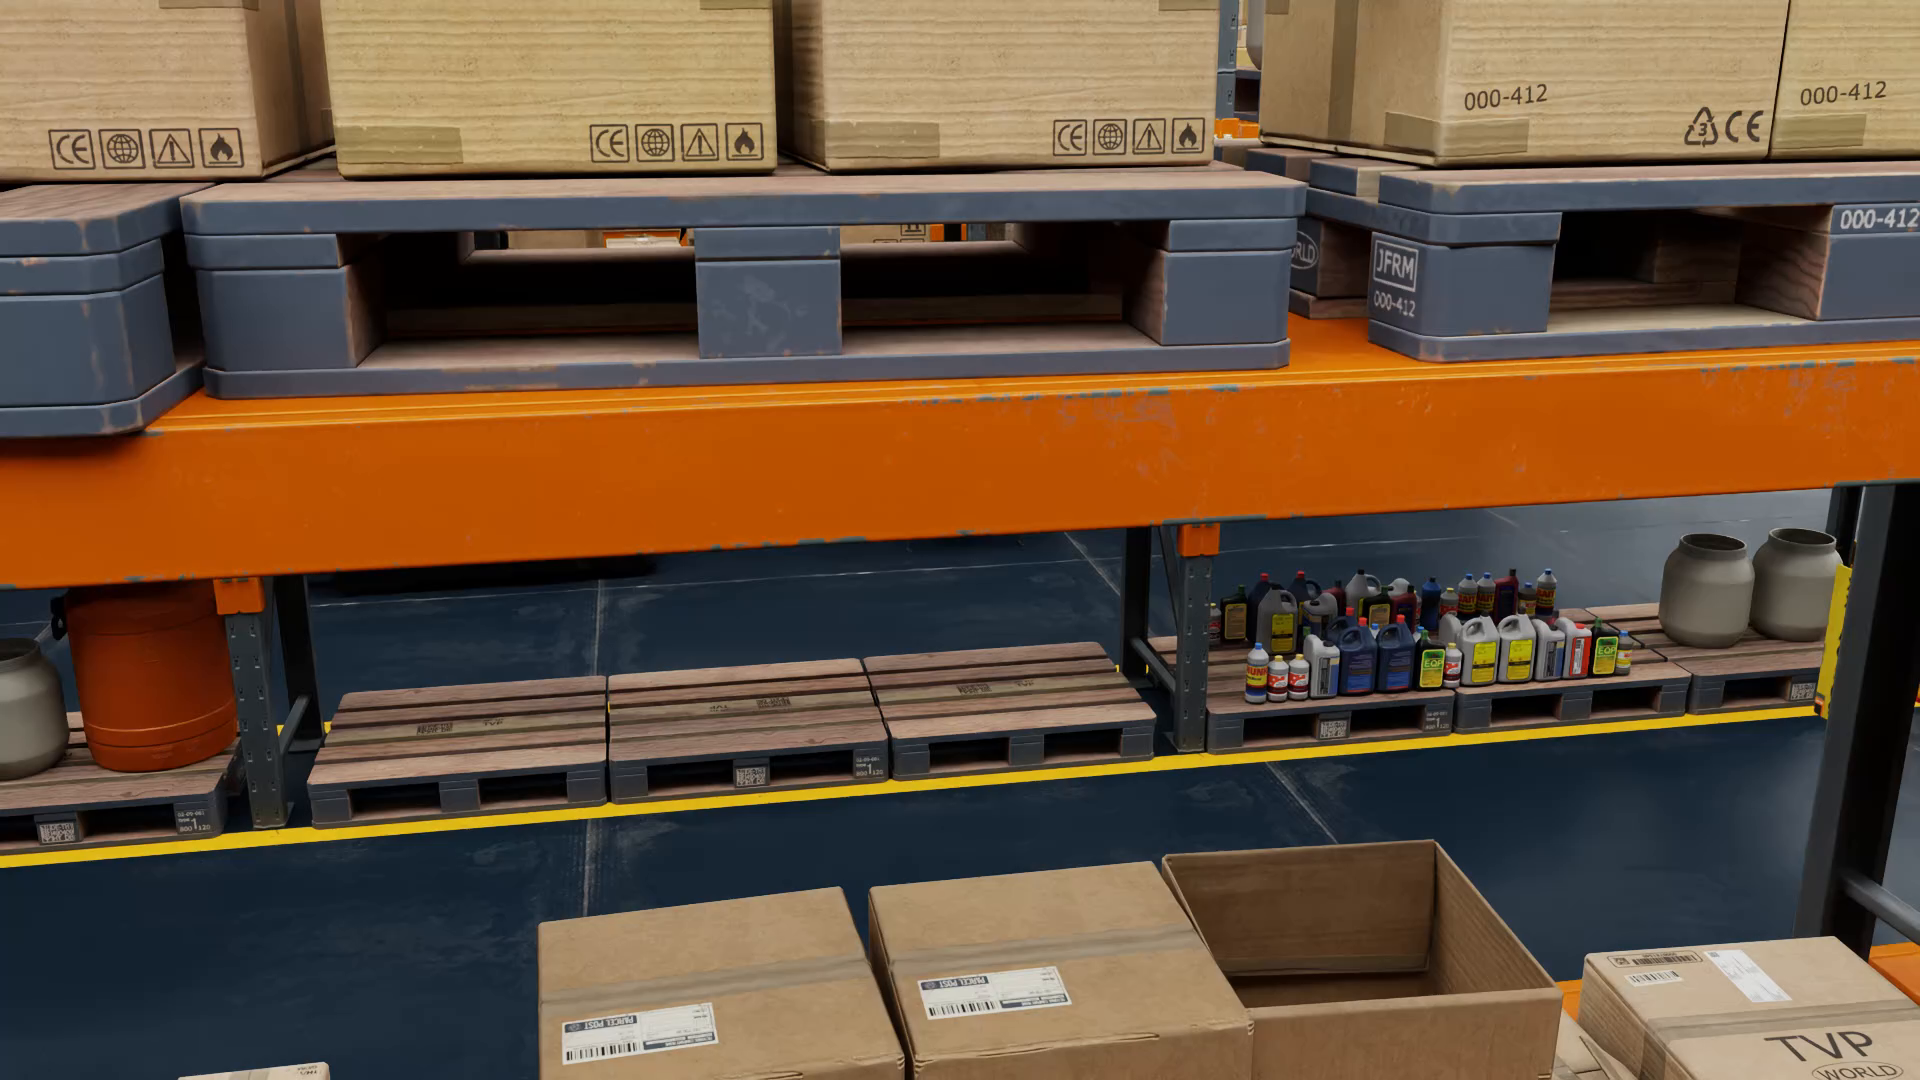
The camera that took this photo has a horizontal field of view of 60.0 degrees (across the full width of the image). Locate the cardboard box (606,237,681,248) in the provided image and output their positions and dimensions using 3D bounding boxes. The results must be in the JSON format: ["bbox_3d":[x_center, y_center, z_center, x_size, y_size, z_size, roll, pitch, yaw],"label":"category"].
[{"bbox_3d":[-2.210,-1.960,11.623,0.500,0.250,0.500,-4,17,-12],"label":"cardboard box"}]

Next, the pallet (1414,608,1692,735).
[{"bbox_3d":[2.835,0.640,8.368,1.213,0.211,1.003,-3,17,-10],"label":"pallet"}]

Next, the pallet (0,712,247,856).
[{"bbox_3d":[-3.726,1.013,7.153,1.213,0.211,1.003,-3,17,-10],"label":"pallet"}]

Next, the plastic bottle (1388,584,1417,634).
[{"bbox_3d":[2.232,0.365,8.392,0.133,0.283,0.061,-3,17,-10],"label":"plastic bottle"}]

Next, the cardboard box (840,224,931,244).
[{"bbox_3d":[-0.779,-2.510,12.137,1.000,1.000,1.000,-3,17,-10],"label":"cardboard box"}]

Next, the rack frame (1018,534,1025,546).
[{"bbox_3d":[0.366,-0.738,10.659,0.023,1.500,0.400,-3,17,-10],"label":"rack frame"}]

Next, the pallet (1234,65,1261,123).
[{"bbox_3d":[1.657,-2.010,7.461,1.003,0.211,1.213,-3,17,-10],"label":"pallet"}]

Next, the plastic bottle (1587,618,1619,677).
[{"bbox_3d":[3.063,0.507,7.928,0.133,0.283,0.061,-3,17,-9],"label":"plastic bottle"}]

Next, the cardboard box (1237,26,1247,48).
[{"bbox_3d":[1.925,-3.616,11.943,0.250,0.149,0.380,-3,17,-9],"label":"cardboard box"}]

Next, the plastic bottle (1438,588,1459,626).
[{"bbox_3d":[2.523,0.348,8.588,0.097,0.201,0.097,0,17,0],"label":"plastic bottle"}]

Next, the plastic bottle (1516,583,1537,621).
[{"bbox_3d":[2.954,0.323,8.668,0.097,0.201,0.097,0,17,0],"label":"plastic bottle"}]

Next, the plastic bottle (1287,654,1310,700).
[{"bbox_3d":[1.563,0.626,7.681,0.097,0.201,0.097,0,17,0],"label":"plastic bottle"}]

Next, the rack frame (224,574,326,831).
[{"bbox_3d":[-2.960,-0.376,6.926,0.127,3.000,1.000,-3,17,-10],"label":"rack frame"}]

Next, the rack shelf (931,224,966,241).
[{"bbox_3d":[1.150,-3.229,17.442,4.000,0.370,1.077,-3,17,-10],"label":"rack shelf"}]

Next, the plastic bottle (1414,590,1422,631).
[{"bbox_3d":[2.322,0.359,8.551,0.097,0.201,0.097,0,17,0],"label":"plastic bottle"}]

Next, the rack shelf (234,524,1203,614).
[{"bbox_3d":[-0.996,-0.143,7.394,4.000,0.370,1.077,-3,17,-10],"label":"rack shelf"}]

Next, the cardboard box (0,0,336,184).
[{"bbox_3d":[-1.078,-0.586,2.043,0.500,0.250,0.500,-3,17,-9],"label":"cardboard box"}]

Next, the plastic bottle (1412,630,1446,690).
[{"bbox_3d":[2.194,0.557,7.767,0.133,0.283,0.061,-2,17,-8],"label":"plastic bottle"}]

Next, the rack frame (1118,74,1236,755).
[{"bbox_3d":[0.967,-0.598,7.651,0.127,3.000,1.000,-3,17,-10],"label":"rack frame"}]

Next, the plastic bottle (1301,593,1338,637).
[{"bbox_3d":[1.786,0.405,8.274,0.135,0.276,0.152,-3,17,-10],"label":"plastic bottle"}]

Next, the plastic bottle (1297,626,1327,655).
[{"bbox_3d":[1.655,0.542,7.816,0.133,0.283,0.061,-3,17,-10],"label":"plastic bottle"}]

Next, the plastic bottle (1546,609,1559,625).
[{"bbox_3d":[2.901,0.471,8.046,0.133,0.283,0.061,-3,17,-10],"label":"plastic bottle"}]

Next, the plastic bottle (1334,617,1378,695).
[{"bbox_3d":[1.839,0.532,7.732,0.185,0.351,0.144,-3,17,-9],"label":"plastic bottle"}]

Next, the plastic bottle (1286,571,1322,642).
[{"bbox_3d":[1.733,0.328,8.398,0.185,0.351,0.144,-4,18,-13],"label":"plastic bottle"}]

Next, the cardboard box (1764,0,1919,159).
[{"bbox_3d":[1.297,-0.702,2.419,0.500,0.250,0.500,-1,17,-5],"label":"cardboard box"}]

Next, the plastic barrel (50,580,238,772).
[{"bbox_3d":[-3.437,0.493,7.078,0.708,0.830,0.600,-3,17,-10],"label":"plastic barrel"}]

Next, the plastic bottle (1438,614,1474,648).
[{"bbox_3d":[2.389,0.492,7.989,0.135,0.276,0.152,-3,17,-10],"label":"plastic bottle"}]

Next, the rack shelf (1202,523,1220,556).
[{"bbox_3d":[2.931,-0.366,8.119,4.000,0.370,1.077,-3,17,-10],"label":"rack shelf"}]

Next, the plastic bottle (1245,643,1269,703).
[{"bbox_3d":[1.363,0.604,7.633,0.097,0.271,0.097,0,17,0],"label":"plastic bottle"}]

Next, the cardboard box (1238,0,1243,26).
[{"bbox_3d":[2.686,-5.330,16.809,0.500,0.250,0.500,-3,17,-10],"label":"cardboard box"}]

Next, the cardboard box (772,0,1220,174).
[{"bbox_3d":[0.015,-0.644,2.232,0.500,0.250,0.500,-5,18,-15],"label":"cardboard box"}]

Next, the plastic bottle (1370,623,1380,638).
[{"bbox_3d":[1.958,0.527,7.884,0.097,0.271,0.097,0,17,0],"label":"plastic bottle"}]

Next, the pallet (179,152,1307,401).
[{"bbox_3d":[-0.277,-0.418,2.276,1.213,0.211,1.003,-2,17,-8],"label":"pallet"}]

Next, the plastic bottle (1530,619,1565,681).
[{"bbox_3d":[2.786,0.513,7.922,0.135,0.276,0.152,-4,17,-12],"label":"plastic bottle"}]

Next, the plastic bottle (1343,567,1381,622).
[{"bbox_3d":[2.051,0.310,8.456,0.185,0.351,0.144,-3,17,-11],"label":"plastic bottle"}]

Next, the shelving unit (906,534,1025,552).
[{"bbox_3d":[0.007,-0.717,10.593,0.755,1.500,0.431,-3,17,-10],"label":"shelving unit"}]

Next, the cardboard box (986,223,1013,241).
[{"bbox_3d":[0.481,-2.223,12.265,0.500,0.500,0.875,-3,17,-10],"label":"cardboard box"}]

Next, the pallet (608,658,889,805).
[{"bbox_3d":[-0.997,0.858,7.657,1.213,0.211,1.003,-3,17,-10],"label":"pallet"}]

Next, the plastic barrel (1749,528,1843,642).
[{"bbox_3d":[4.263,0.226,8.489,0.421,0.512,0.421,0,17,0],"label":"plastic barrel"}]

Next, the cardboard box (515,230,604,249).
[{"bbox_3d":[-2.848,-2.153,11.829,0.500,0.500,0.700,-1,17,-2],"label":"cardboard box"}]

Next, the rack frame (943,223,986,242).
[{"bbox_3d":[0.028,-2.026,12.300,0.127,3.000,1.000,-3,17,-10],"label":"rack frame"}]

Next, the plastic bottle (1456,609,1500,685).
[{"bbox_3d":[2.441,0.498,7.844,0.185,0.351,0.144,-3,17,-11],"label":"plastic bottle"}]

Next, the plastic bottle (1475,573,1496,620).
[{"bbox_3d":[2.719,0.303,8.614,0.097,0.271,0.097,0,17,0],"label":"plastic bottle"}]

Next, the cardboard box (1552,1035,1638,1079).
[{"bbox_3d":[1.075,0.996,2.689,0.258,0.266,0.396,-4,17,-12],"label":"cardboard box"}]

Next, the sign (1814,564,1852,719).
[{"bbox_3d":[1.797,0.218,3.383,0.005,0.325,0.100,-3,17,-10],"label":"sign"}]

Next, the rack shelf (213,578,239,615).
[{"bbox_3d":[-4.924,0.080,6.669,4.000,0.370,1.077,-3,17,-10],"label":"rack shelf"}]

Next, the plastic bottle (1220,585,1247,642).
[{"bbox_3d":[1.377,0.368,8.382,0.133,0.283,0.061,-2,17,-8],"label":"plastic bottle"}]

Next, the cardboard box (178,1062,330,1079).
[{"bbox_3d":[-1.193,1.043,2.735,0.250,0.149,0.380,-3,17,-10],"label":"cardboard box"}]

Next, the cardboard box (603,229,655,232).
[{"bbox_3d":[-3.255,-3.291,16.247,0.500,0.500,0.500,-3,17,-10],"label":"cardboard box"}]

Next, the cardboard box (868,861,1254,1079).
[{"bbox_3d":[0.137,0.877,2.676,0.500,0.500,0.500,-3,17,-10],"label":"cardboard box"}]

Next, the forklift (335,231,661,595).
[{"bbox_3d":[-3.398,-1.247,9.880,3.031,2.935,1.130,-3,17,-11],"label":"forklift"}]

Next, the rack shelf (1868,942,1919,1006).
[{"bbox_3d":[3.867,1.062,3.470,4.000,0.370,1.077,-3,17,-10],"label":"rack shelf"}]
